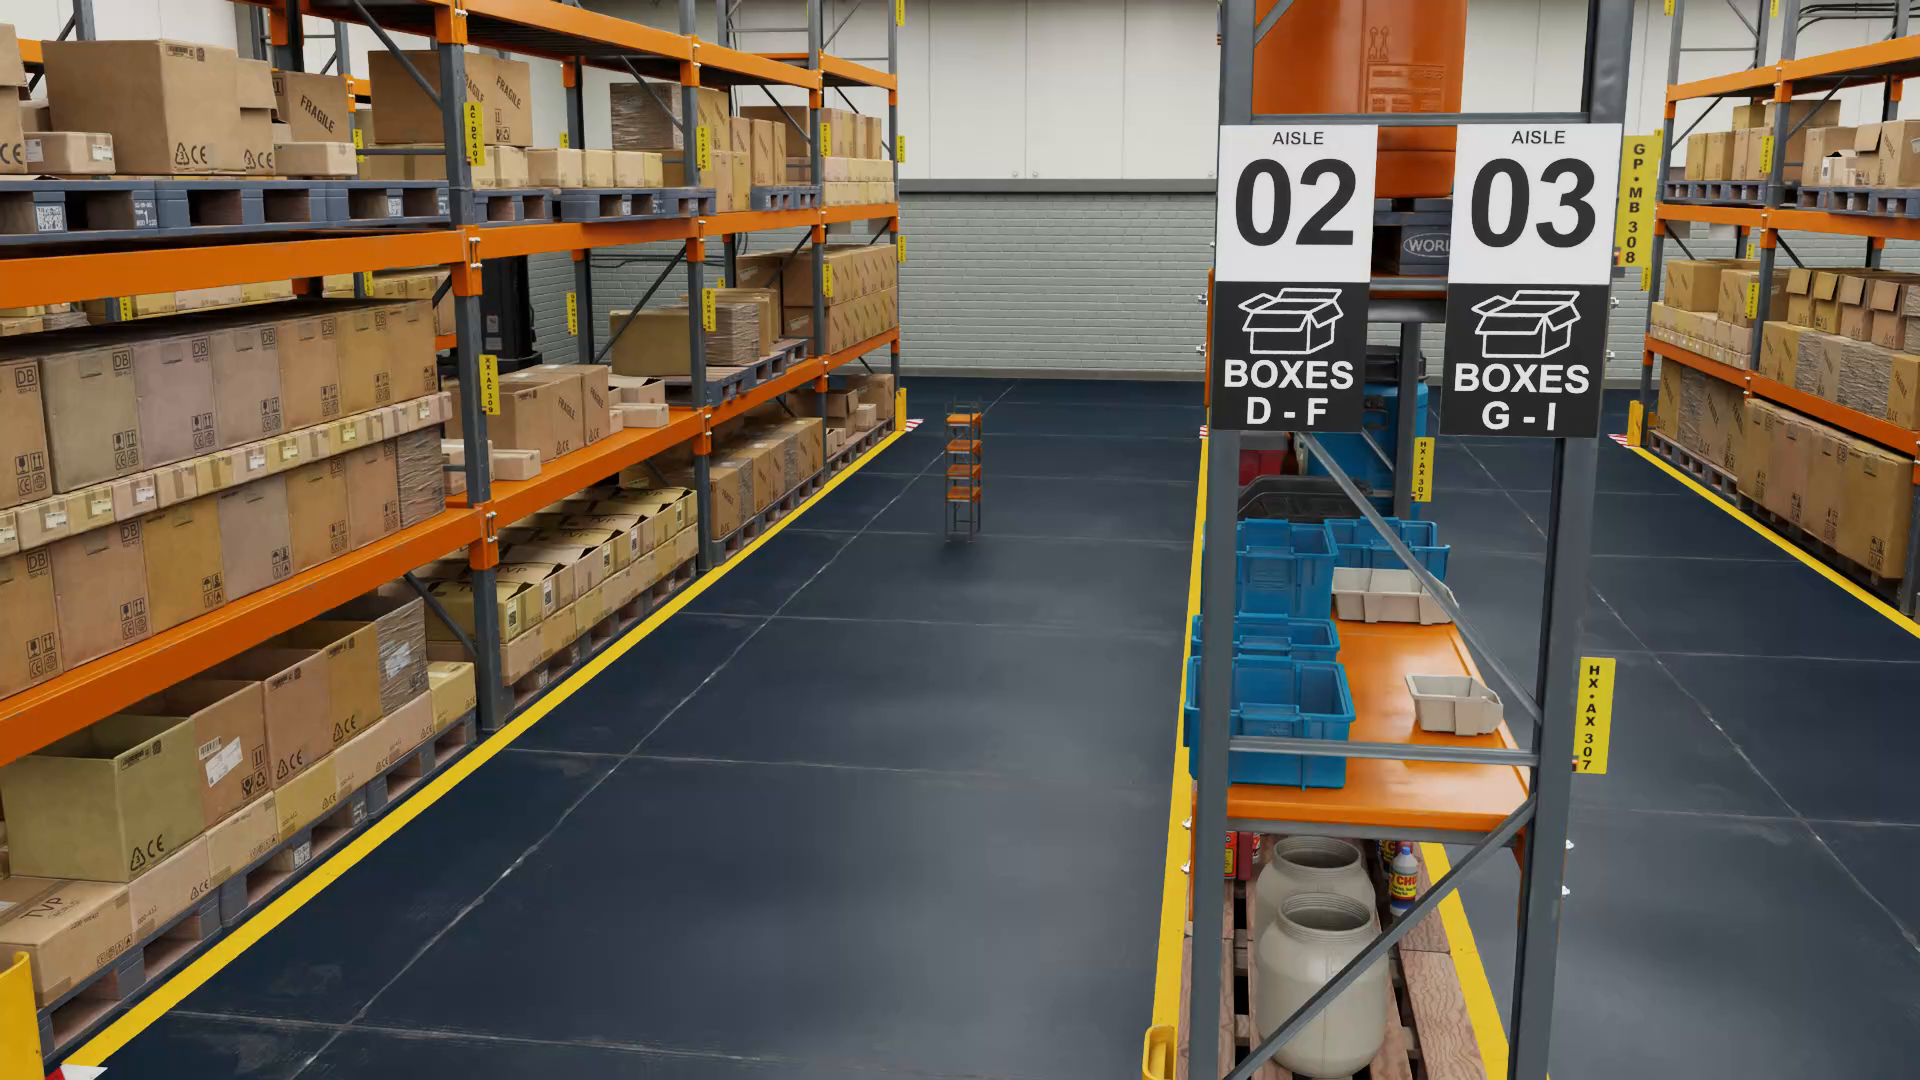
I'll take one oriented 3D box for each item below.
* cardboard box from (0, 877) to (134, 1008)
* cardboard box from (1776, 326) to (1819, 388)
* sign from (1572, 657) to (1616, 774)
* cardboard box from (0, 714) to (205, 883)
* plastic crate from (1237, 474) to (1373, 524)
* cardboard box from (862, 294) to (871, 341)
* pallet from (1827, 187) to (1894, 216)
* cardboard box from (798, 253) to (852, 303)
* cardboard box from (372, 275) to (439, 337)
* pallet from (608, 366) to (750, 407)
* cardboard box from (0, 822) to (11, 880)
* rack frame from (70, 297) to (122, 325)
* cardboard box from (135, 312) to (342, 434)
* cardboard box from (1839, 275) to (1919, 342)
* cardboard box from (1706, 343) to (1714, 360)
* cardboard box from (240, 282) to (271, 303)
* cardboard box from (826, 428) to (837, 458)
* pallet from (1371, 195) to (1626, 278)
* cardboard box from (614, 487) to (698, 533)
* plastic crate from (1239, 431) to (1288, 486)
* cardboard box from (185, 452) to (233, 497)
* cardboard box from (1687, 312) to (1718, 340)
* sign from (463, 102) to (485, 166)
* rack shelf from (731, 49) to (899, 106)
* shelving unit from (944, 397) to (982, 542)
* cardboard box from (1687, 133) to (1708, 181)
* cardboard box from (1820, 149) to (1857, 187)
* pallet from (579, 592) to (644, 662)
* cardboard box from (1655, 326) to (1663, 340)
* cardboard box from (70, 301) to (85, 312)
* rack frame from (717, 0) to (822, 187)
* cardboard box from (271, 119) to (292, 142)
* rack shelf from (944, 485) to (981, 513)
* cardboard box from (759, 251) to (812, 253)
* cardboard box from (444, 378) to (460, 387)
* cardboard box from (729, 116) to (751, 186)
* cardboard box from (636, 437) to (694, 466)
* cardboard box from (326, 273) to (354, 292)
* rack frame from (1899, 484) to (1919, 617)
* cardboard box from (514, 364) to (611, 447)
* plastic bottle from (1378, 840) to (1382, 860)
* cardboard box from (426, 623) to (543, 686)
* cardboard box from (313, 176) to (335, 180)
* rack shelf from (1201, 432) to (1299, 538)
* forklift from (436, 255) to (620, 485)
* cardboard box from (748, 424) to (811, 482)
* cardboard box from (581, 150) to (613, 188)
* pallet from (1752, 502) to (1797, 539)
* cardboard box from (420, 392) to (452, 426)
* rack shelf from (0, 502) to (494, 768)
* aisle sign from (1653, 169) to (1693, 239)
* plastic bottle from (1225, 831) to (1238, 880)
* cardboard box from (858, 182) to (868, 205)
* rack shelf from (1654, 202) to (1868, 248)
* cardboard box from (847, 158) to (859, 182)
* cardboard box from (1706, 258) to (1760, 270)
[{"bbox_3d":[-3.423,1.466,6.101,0.500,0.250,0.500,2,12,9],"label":"cardboard box"},{"bbox_3d":[7.513,-1.601,14.566,0.500,0.500,0.500,2,12,9],"label":"cardboard box"},{"bbox_3d":[1.711,0.476,4.506,0.100,0.325,0.005,2,12,9],"label":"sign"},{"bbox_3d":[-3.348,0.995,6.505,0.500,0.500,0.500,2,12,9],"label":"cardboard box"},{"bbox_3d":[1.577,-0.105,8.006,0.767,0.338,0.504,2,12,9],"label":"plastic crate"},{"bbox_3d":[-1.301,-2.529,18.872,0.500,0.500,0.500,2,12,8],"label":"cardboard box"},{"bbox_3d":[7.508,-2.655,13.020,1.003,0.211,1.213,2,12,11],"label":"pallet"},{"bbox_3d":[-1.451,-2.800,17.757,0.500,0.500,0.500,1,12,7],"label":"cardboard box"},{"bbox_3d":[-6.558,-2.637,18.897,0.980,0.700,0.700,2,12,7],"label":"cardboard box"},{"bbox_3d":[-2.461,-1.283,13.784,1.213,0.211,1.003,2,12,9],"label":"pallet"},{"bbox_3d":[-3.870,1.345,6.663,0.500,0.250,0.500,2,12,9],"label":"cardboard box"},{"bbox_3d":[-7.391,-1.393,13.839,1.000,3.000,0.127,2,12,9],"label":"rack frame"},{"bbox_3d":[-3.327,-0.782,7.686,0.700,0.500,0.500,2,12,9],"label":"cardboard box"},{"bbox_3d":[7.621,-1.878,13.471,0.797,0.503,0.637,2,12,10],"label":"cardboard box"},{"bbox_3d":[7.789,-1.910,16.833,0.380,0.149,0.250,2,12,10],"label":"cardboard box"},{"bbox_3d":[-6.839,-2.373,15.613,0.500,0.250,0.500,2,12,7],"label":"cardboard box"},{"bbox_3d":[-1.602,-1.047,17.572,0.500,0.311,0.500,2,12,9],"label":"cardboard box"},{"bbox_3d":[1.392,-0.950,5.111,1.003,0.211,1.213,2,12,9],"label":"pallet"},{"bbox_3d":[-2.333,-0.252,12.742,0.500,0.311,0.500,2,12,10],"label":"cardboard box"},{"bbox_3d":[1.555,-0.382,8.993,0.402,0.464,0.583,2,12,9],"label":"plastic crate"},{"bbox_3d":[-3.257,-0.277,6.883,0.380,0.149,0.250,2,12,8],"label":"cardboard box"},{"bbox_3d":[7.953,-2.237,17.401,0.500,0.250,0.500,2,12,8],"label":"cardboard box"},{"bbox_3d":[-2.562,-2.141,8.774,0.100,0.325,0.005,2,12,9],"label":"sign"},{"bbox_3d":[-1.573,-5.062,18.338,1.077,0.370,4.000,2,12,9],"label":"rack shelf"},{"bbox_3d":[0.025,-0.621,14.527,0.258,1.200,0.503,2,12,9],"label":"shelving unit"},{"bbox_3d":[8.290,-4.123,17.916,0.700,0.500,0.500,1,12,7],"label":"cardboard box"},{"bbox_3d":[7.650,-3.147,14.072,0.500,0.311,0.500,1,12,7],"label":"cardboard box"},{"bbox_3d":[-2.851,0.553,11.428,1.003,0.211,1.213,2,12,9],"label":"pallet"},{"bbox_3d":[8.104,-2.338,18.818,0.380,0.149,0.250,2,12,8],"label":"cardboard box"},{"bbox_3d":[-7.577,-2.067,14.193,0.500,0.250,0.500,2,12,10],"label":"cardboard box"},{"bbox_3d":[-1.880,-4.999,16.330,1.000,3.000,0.127,2,12,9],"label":"rack frame"},{"bbox_3d":[-3.532,-1.889,7.900,0.500,0.311,0.500,1,12,6],"label":"cardboard box"},{"bbox_3d":[0.025,-0.361,14.583,0.258,0.148,0.480,2,12,9],"label":"rack shelf"},{"bbox_3d":[-1.904,-2.929,18.355,0.500,0.500,0.500,2,12,9],"label":"cardboard box"},{"bbox_3d":[-6.323,-1.684,20.125,0.700,0.500,0.500,1,12,7],"label":"cardboard box"},{"bbox_3d":[-2.233,-3.456,14.816,0.600,0.600,0.600,1,12,6],"label":"cardboard box"},{"bbox_3d":[-2.579,-0.808,14.230,0.500,0.250,0.500,2,12,11],"label":"cardboard box"},{"bbox_3d":[-6.595,-2.691,17.090,0.500,0.250,0.500,2,12,10],"label":"cardboard box"},{"bbox_3d":[7.292,-0.912,11.605,1.000,3.000,0.127,2,12,9],"label":"rack frame"},{"bbox_3d":[-2.737,-0.933,11.464,0.500,0.500,0.500,1,12,6],"label":"cardboard box"},{"bbox_3d":[1.838,1.266,7.099,0.097,0.201,0.097,0,12,0],"label":"plastic bottle"},{"bbox_3d":[-2.804,0.662,9.832,0.500,0.250,0.500,2,12,7],"label":"cardboard box"},{"bbox_3d":[-6.902,-4.023,18.044,0.500,0.250,0.500,2,12,9],"label":"cardboard box"},{"bbox_3d":[2.091,-0.304,10.494,1.077,0.370,4.000,2,12,9],"label":"rack shelf"},{"bbox_3d":[-4.954,-1.861,16.172,3.031,2.935,1.130,-1,12,-4],"label":"forklift"},{"bbox_3d":[-1.757,-0.845,16.183,0.500,0.500,0.500,2,12,9],"label":"cardboard box"},{"bbox_3d":[-2.671,-2.507,11.247,0.500,0.250,0.500,2,12,8],"label":"cardboard box"},{"bbox_3d":[7.863,-0.218,15.006,1.003,0.211,1.213,2,12,9],"label":"pallet"},{"bbox_3d":[-2.941,-0.704,8.861,0.380,0.149,0.250,2,12,9],"label":"cardboard box"},{"bbox_3d":[-3.418,0.367,7.378,1.077,0.370,4.000,2,12,9],"label":"rack shelf"},{"bbox_3d":[8.238,-3.873,19.173,0.394,0.787,0.004,2,12,9],"label":"aisle sign"},{"bbox_3d":[1.083,1.261,6.942,0.152,0.276,0.135,2,12,9],"label":"plastic bottle"},{"bbox_3d":[-1.328,-3.865,18.543,0.500,0.250,0.500,2,12,9],"label":"cardboard box"},{"bbox_3d":[8.215,-3.276,17.160,1.077,0.370,4.000,2,12,9],"label":"rack shelf"},{"bbox_3d":[-1.396,-4.005,18.006,0.500,0.250,0.500,2,12,9],"label":"cardboard box"},{"bbox_3d":[8.708,-2.906,18.728,0.500,0.500,0.500,2,12,9],"label":"cardboard box"}]
